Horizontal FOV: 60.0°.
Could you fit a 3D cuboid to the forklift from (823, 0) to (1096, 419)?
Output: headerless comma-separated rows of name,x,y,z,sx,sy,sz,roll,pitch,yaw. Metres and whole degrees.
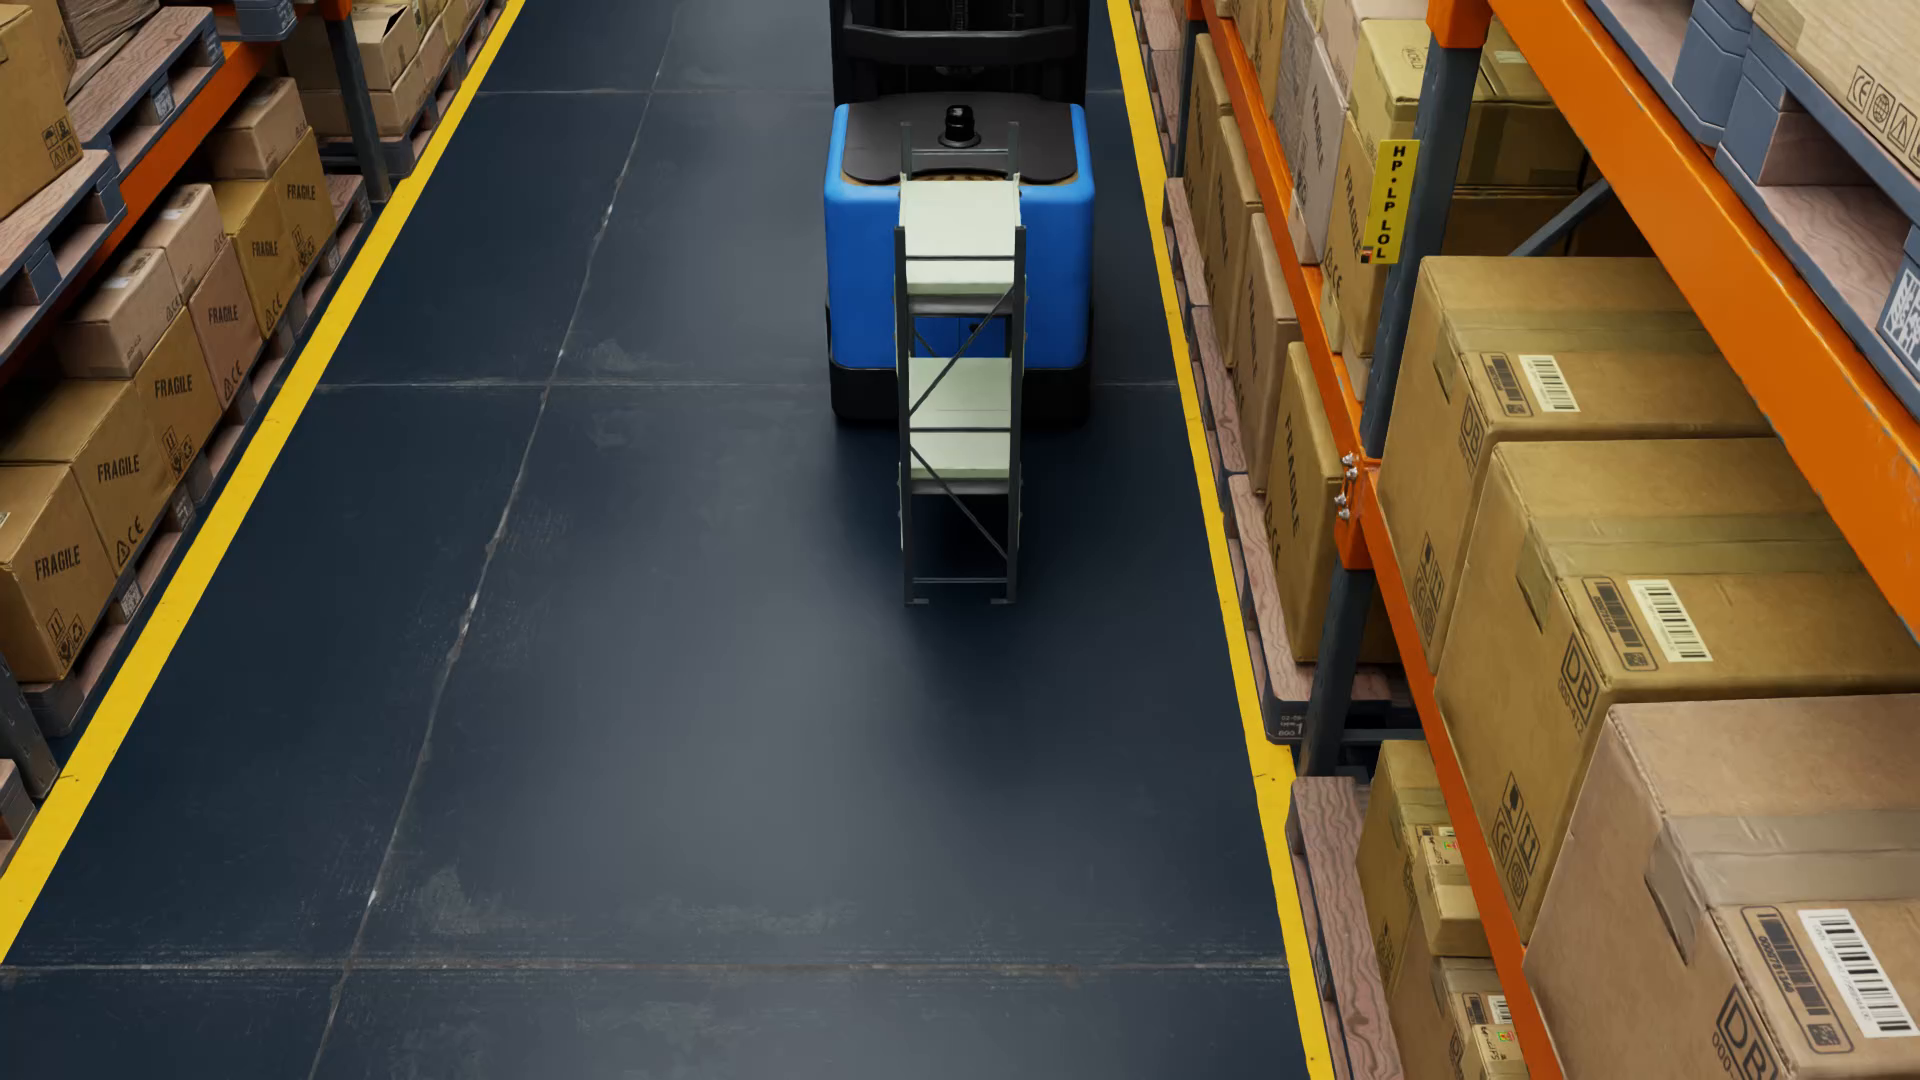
forklift,-0.002,-2.524,7.056,1.130,2.935,3.031,0,39,0

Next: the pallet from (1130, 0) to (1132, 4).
pallet,1.571,-3.823,10.852,1.003,0.211,1.213,0,39,0

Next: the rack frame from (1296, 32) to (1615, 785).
rack frame,1.578,-0.395,4.344,1.000,3.000,0.127,0,39,0

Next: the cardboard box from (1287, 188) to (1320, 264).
cardboard box,1.256,-1.001,5.285,0.380,0.149,0.250,0,39,0

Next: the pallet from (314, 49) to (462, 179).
pallet,-3.342,-2.317,8.973,1.003,0.211,1.213,0,39,0

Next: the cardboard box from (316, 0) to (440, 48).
cardboard box,-3.096,-2.856,8.830,0.500,0.311,0.500,-1,39,-1

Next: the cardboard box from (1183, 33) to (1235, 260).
cardboard box,1.443,-1.761,7.433,0.750,0.750,0.750,-1,39,-1

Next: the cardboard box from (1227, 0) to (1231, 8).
cardboard box,1.310,-2.428,6.547,0.500,0.500,0.500,1,39,1

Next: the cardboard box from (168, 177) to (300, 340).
cardboard box,-3.144,-1.178,6.969,0.500,0.500,0.500,-1,39,-2

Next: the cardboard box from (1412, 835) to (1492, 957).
cardboard box,1.294,0.845,3.941,0.380,0.149,0.250,1,39,1

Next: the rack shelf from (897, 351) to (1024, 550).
rack shelf,0.000,-0.335,5.990,0.431,0.370,0.720,0,39,0

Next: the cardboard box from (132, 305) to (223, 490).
cardboard box,-3.137,-0.534,6.165,0.500,0.500,0.500,0,39,0

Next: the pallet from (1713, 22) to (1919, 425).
pallet,1.567,-0.258,1.846,1.003,0.211,1.213,0,39,0

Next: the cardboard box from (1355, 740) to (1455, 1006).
cardboard box,1.477,0.884,4.411,0.700,0.500,0.500,0,39,1

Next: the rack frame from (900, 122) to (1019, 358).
rack frame,0.000,-0.818,6.072,0.400,1.500,0.023,0,39,0

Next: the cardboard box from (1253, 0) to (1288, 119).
cardboard box,1.317,-1.792,5.754,0.500,0.500,0.500,1,39,1

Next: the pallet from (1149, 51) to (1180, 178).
pallet,1.574,-2.297,8.947,1.003,0.211,1.213,0,39,0

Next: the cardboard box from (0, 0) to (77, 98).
cardboard box,-3.439,-1.697,5.553,0.700,0.500,0.500,-9,40,-11

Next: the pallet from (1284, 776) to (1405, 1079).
pallet,1.501,1.169,4.623,1.003,0.211,1.213,0,39,0

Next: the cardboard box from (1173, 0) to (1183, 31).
cardboard box,1.607,-3.176,9.461,0.700,0.500,0.500,0,39,0

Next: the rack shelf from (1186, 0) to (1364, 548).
rack shelf,1.576,-1.365,6.130,1.077,0.370,4.000,0,39,0

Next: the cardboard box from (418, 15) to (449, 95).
cardboard box,-3.088,-2.624,8.988,0.500,0.250,0.500,-1,39,-1

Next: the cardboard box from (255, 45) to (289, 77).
cardboard box,-3.627,-2.528,8.420,0.500,0.311,0.500,1,39,1

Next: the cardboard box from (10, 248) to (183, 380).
cardboard box,-3.134,-0.806,5.905,0.500,0.250,0.500,0,39,0

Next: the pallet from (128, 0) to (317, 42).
pallet,-3.309,-2.392,6.989,1.213,0.211,1.003,0,39,0

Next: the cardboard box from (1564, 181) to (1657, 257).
cardboard box,1.830,-0.846,4.573,0.500,0.500,0.500,-1,39,-2

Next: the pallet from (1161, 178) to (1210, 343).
pallet,1.499,-1.315,7.722,1.003,0.211,1.213,0,39,0

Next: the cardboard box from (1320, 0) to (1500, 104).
cardboard box,1.331,-1.462,4.743,0.500,0.250,0.500,1,39,1

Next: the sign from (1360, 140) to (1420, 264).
sign,1.036,-0.809,3.999,0.100,0.325,0.005,0,39,0

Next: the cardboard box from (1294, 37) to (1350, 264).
cardboard box,1.315,-1.165,4.972,0.500,0.500,0.500,0,39,0

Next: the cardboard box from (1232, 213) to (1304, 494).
cardboard box,1.443,-0.682,6.086,0.750,0.750,0.750,1,39,1

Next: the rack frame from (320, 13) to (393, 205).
rack frame,-3.380,-2.891,7.458,1.000,3.000,0.127,0,39,0

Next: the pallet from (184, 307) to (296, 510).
pallet,-3.419,-0.574,6.798,1.003,0.211,1.213,0,39,0

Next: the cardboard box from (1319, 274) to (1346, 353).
cardboard box,1.271,-0.674,4.877,0.380,0.149,0.250,1,39,1

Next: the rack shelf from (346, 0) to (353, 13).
rack shelf,-3.382,-3.861,9.244,1.077,0.370,4.000,0,39,0

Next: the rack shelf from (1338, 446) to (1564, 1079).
rack shelf,1.580,1.136,3.009,1.077,0.370,4.000,0,39,0

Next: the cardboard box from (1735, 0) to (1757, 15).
cardboard box,1.302,-0.959,2.354,0.500,0.250,0.500,-1,39,-1

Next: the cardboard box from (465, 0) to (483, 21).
cardboard box,-3.095,-3.269,9.794,0.500,0.250,0.500,1,39,1

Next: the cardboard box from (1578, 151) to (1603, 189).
cardboard box,1.838,-1.138,4.338,0.500,0.250,0.500,1,39,1

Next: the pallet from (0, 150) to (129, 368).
pallet,-3.267,-0.814,5.021,1.003,0.211,1.213,0,39,0

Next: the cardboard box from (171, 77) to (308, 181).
cardboard box,-3.140,-1.760,7.094,0.500,0.250,0.500,1,39,2

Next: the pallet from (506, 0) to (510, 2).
pallet,-3.345,-3.843,10.877,1.003,0.211,1.213,0,39,0

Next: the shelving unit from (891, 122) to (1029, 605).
shelving unit,0.000,-0.589,5.786,0.431,1.500,0.755,0,39,0

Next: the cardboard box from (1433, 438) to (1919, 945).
cardboard box,1.558,0.284,3.258,0.980,0.700,0.700,-1,39,-1

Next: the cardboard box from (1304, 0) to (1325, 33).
cardboard box,1.330,-1.781,5.141,0.500,0.250,0.500,1,39,1

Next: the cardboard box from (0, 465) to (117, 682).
cardboard box,-3.132,0.112,5.359,0.500,0.500,0.500,-2,39,-2
